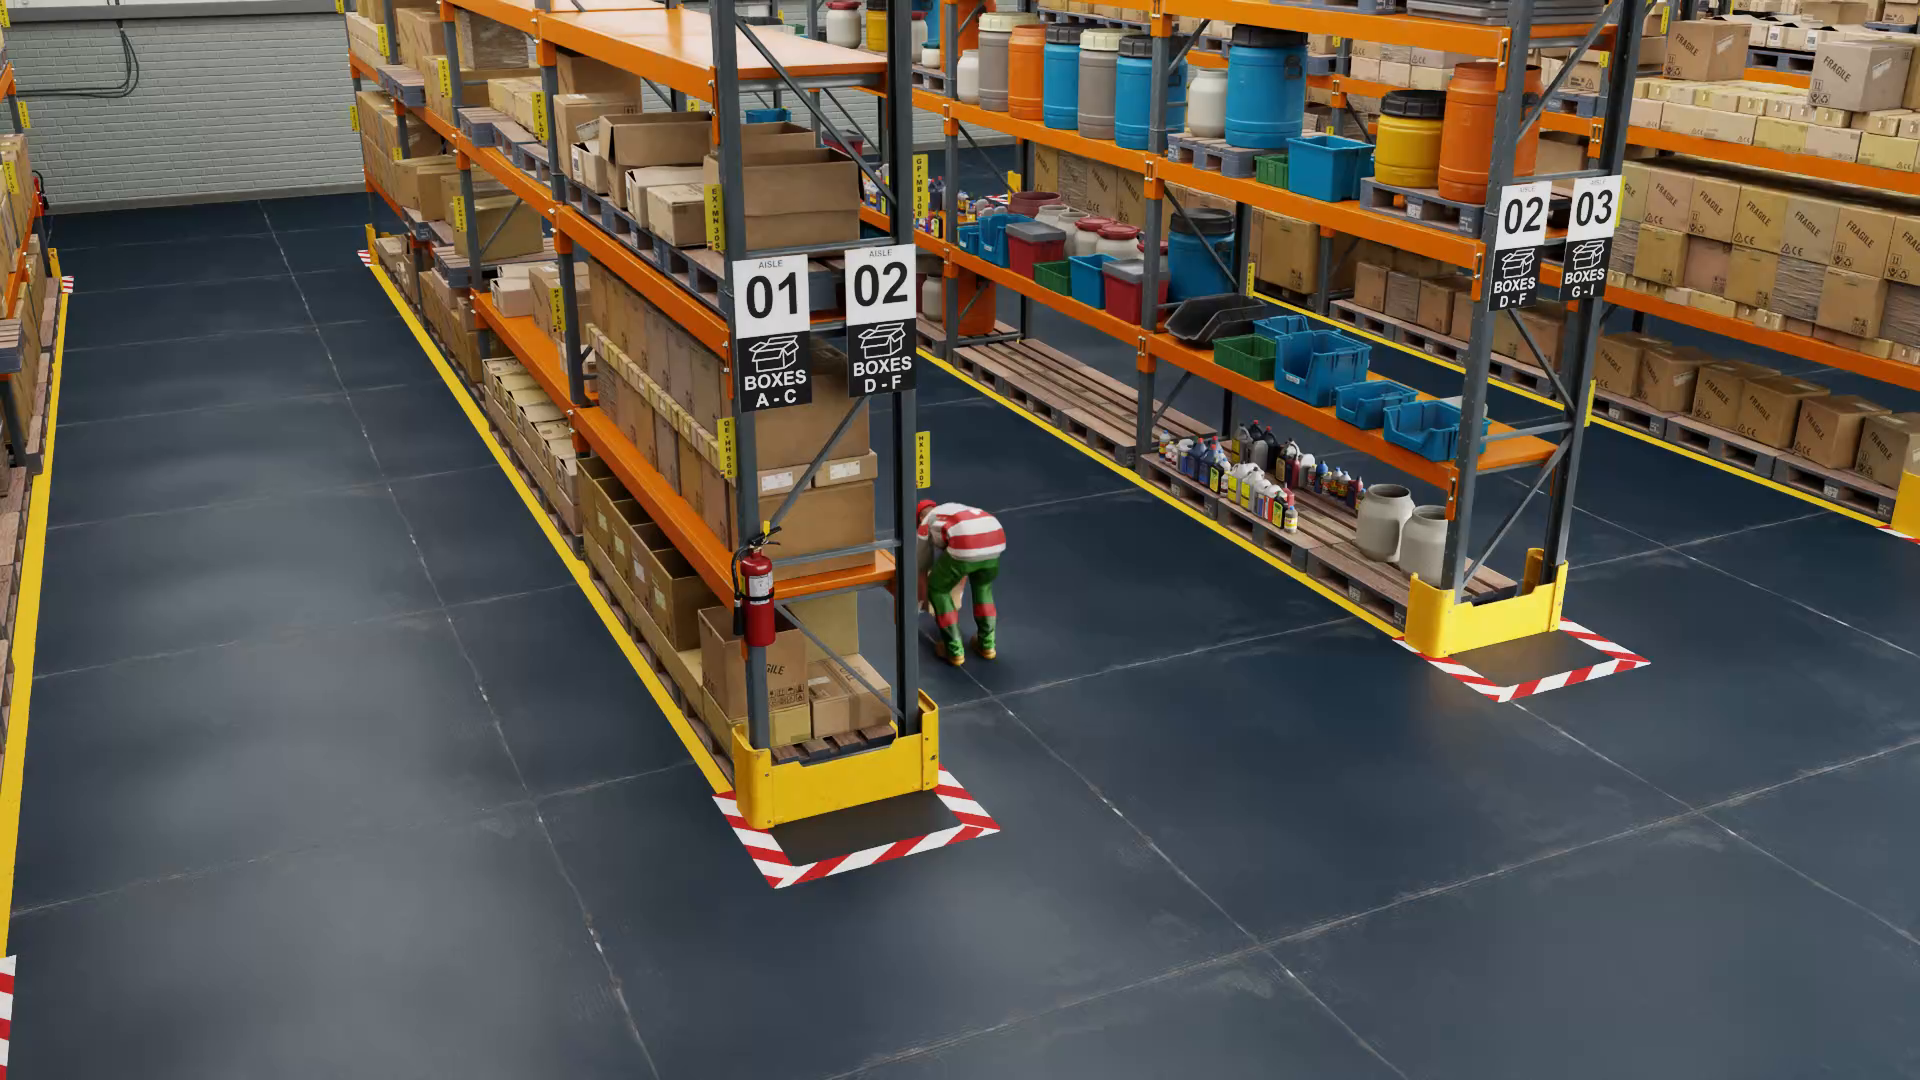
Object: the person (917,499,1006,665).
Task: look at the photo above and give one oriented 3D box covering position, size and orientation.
[{"bbox_3d":[-0.052,0.226,11.403,0.517,1.060,0.962,-11,25,-26],"label":"person"}]
